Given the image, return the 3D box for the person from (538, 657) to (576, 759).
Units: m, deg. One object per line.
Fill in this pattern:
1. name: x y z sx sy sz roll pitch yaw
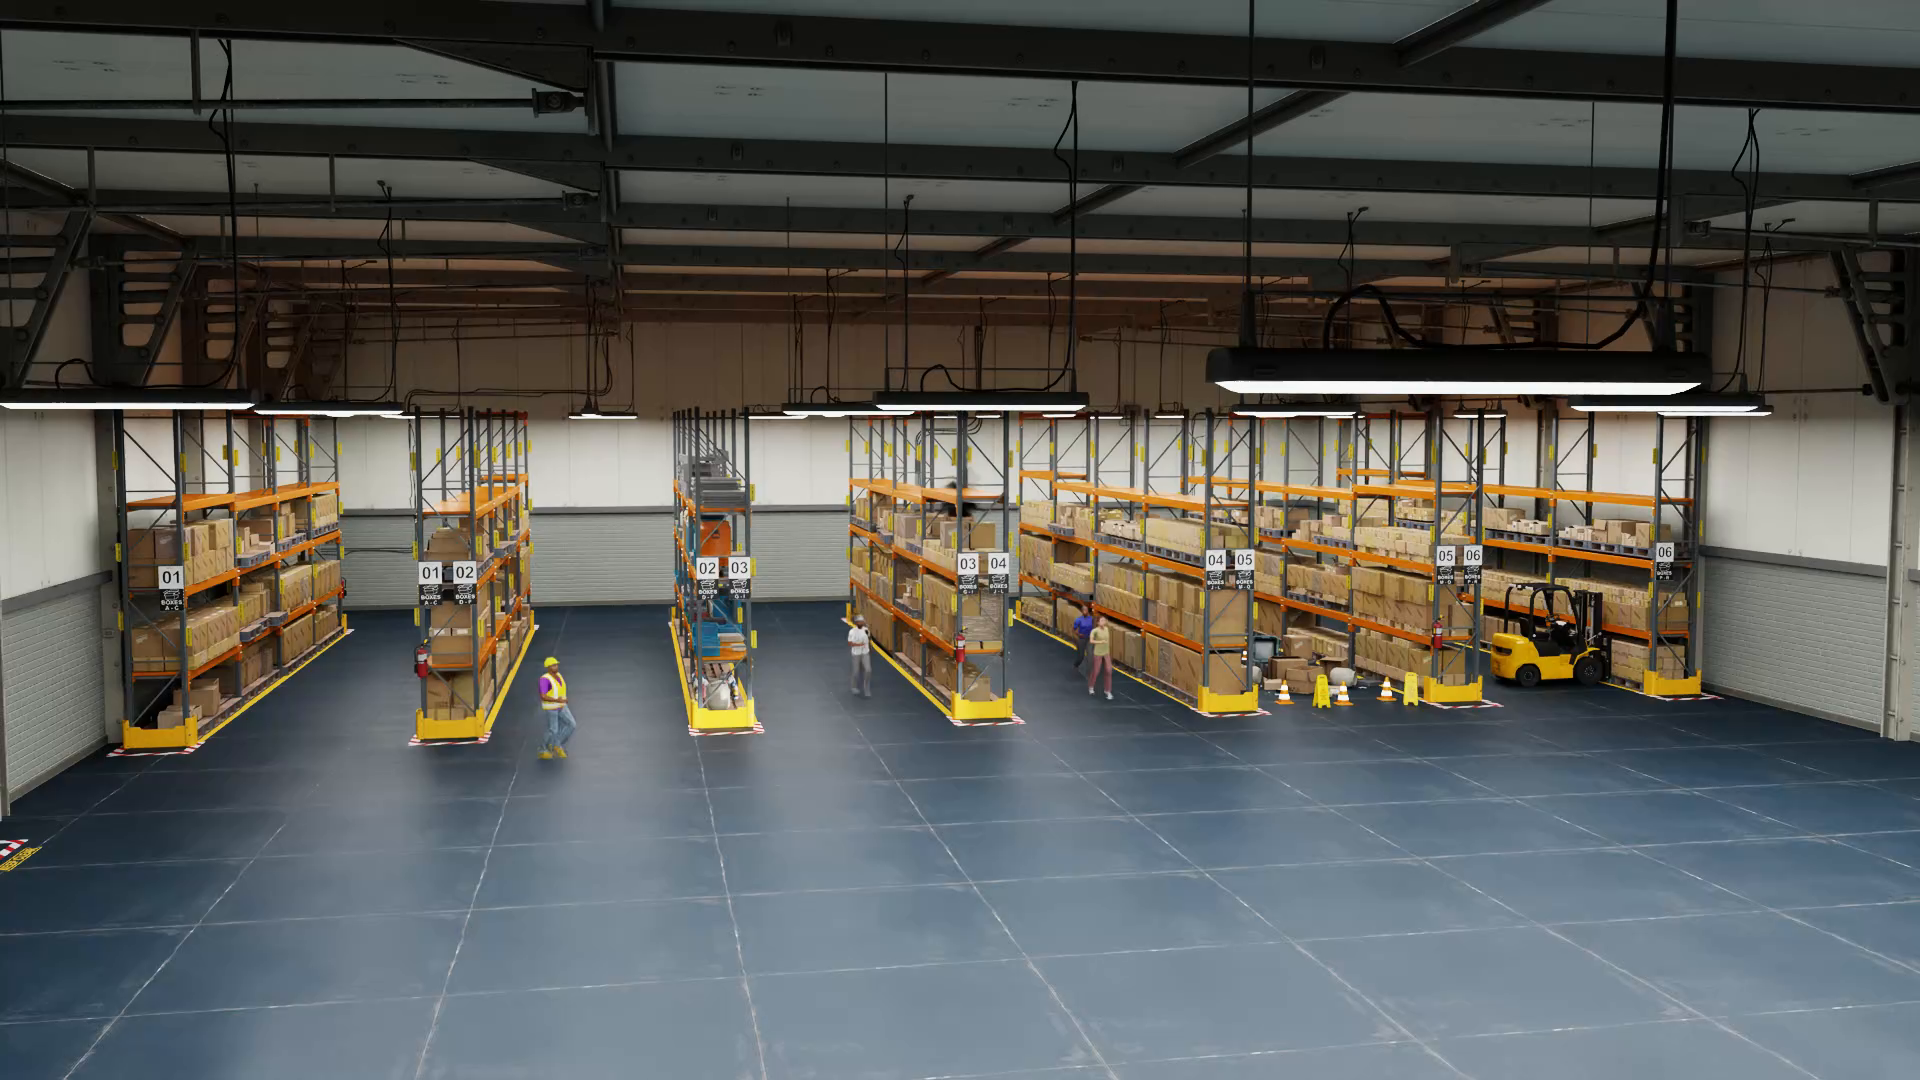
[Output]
1. person: -6.855 2.856 28.205 0.688 1.758 0.710 2 4 24

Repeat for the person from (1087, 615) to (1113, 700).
1. person: 2.904 2.416 34.574 0.576 1.716 0.831 -2 4 -23

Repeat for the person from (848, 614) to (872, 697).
1. person: -2.077 2.413 34.692 0.564 1.745 0.720 -1 4 -19

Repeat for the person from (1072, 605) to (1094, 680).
1. person: 2.758 2.274 36.904 0.587 1.655 0.902 -1 4 -16
